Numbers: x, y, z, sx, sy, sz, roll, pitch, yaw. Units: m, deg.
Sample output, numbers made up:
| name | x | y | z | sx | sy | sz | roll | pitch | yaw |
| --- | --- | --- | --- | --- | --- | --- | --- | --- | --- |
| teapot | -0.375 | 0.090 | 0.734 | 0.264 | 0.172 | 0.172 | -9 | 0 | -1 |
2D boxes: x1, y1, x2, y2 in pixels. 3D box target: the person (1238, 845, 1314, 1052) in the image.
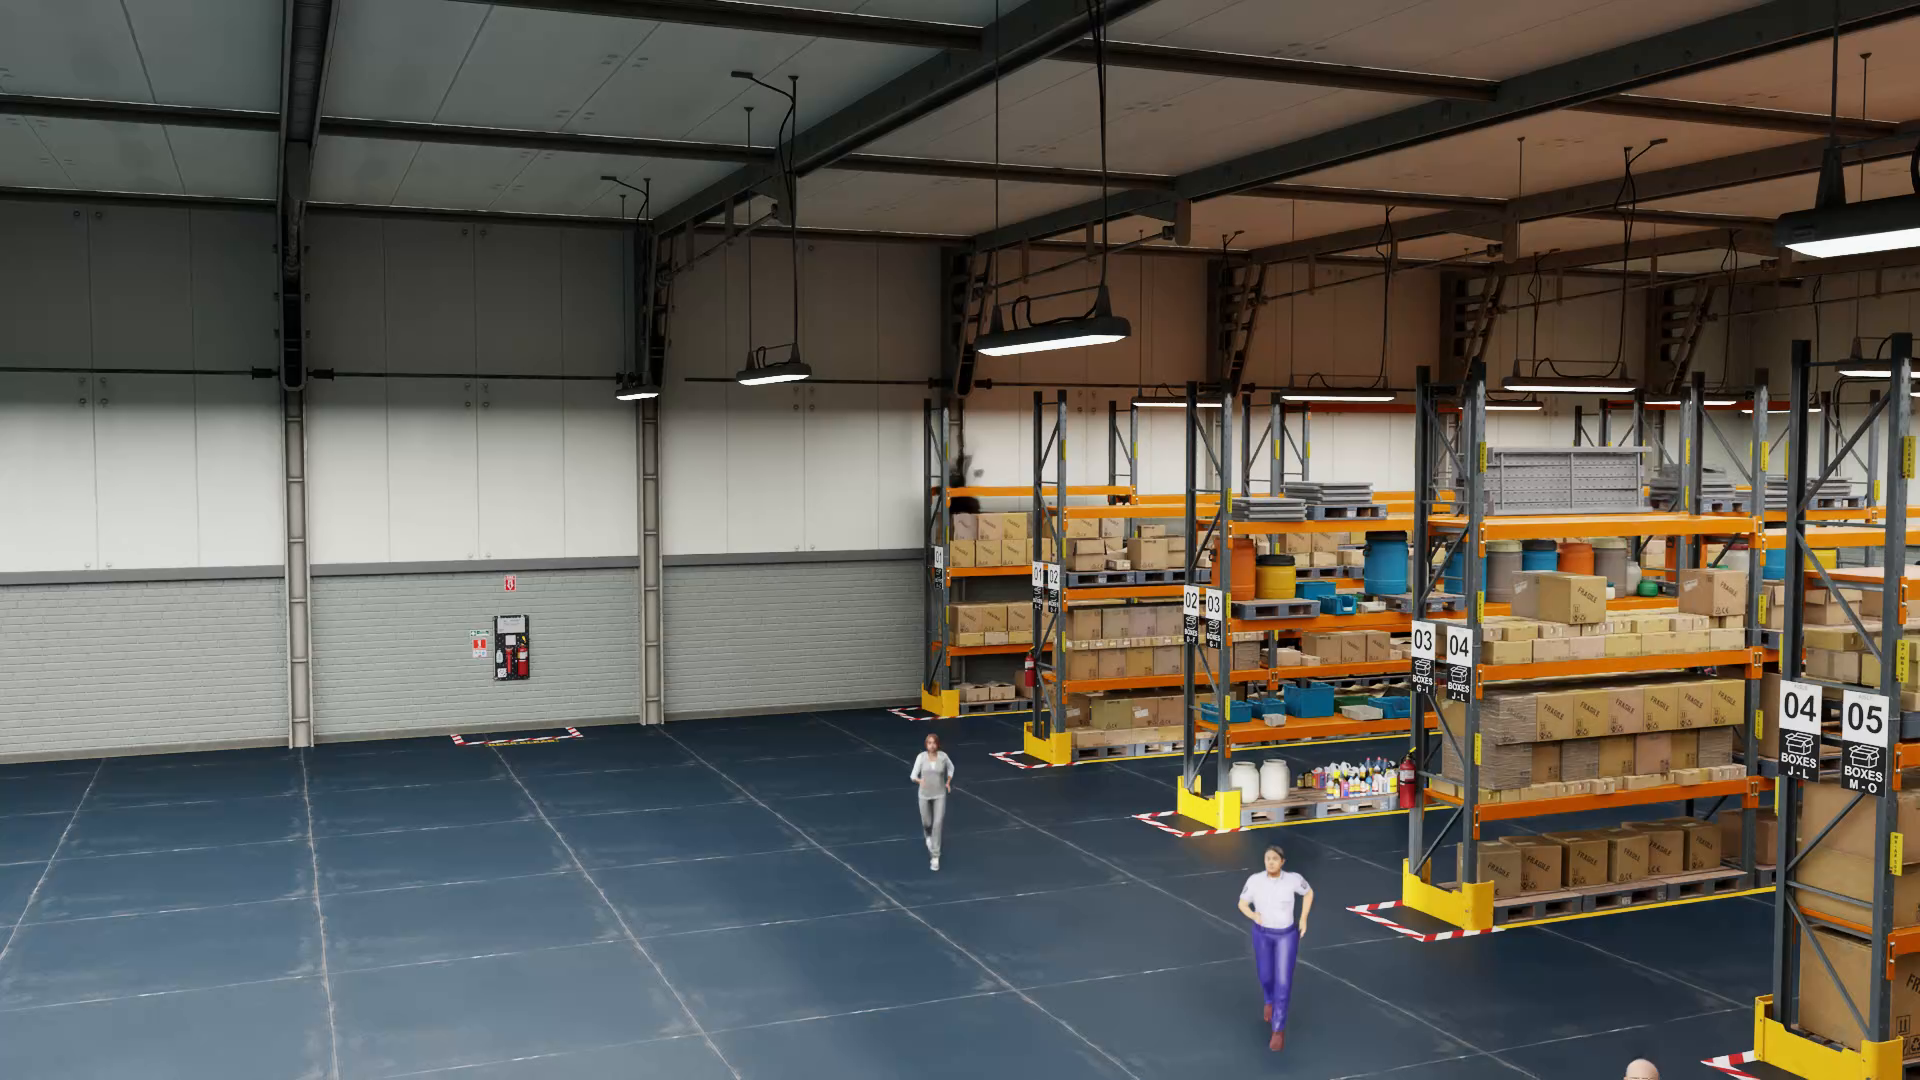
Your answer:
| name | x | y | z | sx | sy | sz | roll | pitch | yaw |
| --- | --- | --- | --- | --- | --- | --- | --- | --- | --- |
| person | 2.735 | 3.593 | 14.489 | 0.609 | 1.502 | 0.835 | 1 | 4 | 21 |

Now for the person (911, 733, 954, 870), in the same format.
| name | x | y | z | sx | sy | sz | roll | pitch | yaw |
| --- | --- | --- | --- | --- | --- | --- | --- | --- | --- |
| person | -0.336 | 3.154 | 20.329 | 0.538 | 1.592 | 0.877 | 0 | 3 | -1 |

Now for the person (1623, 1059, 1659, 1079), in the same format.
| name | x | y | z | sx | sy | sz | roll | pitch | yaw |
| --- | --- | --- | --- | --- | --- | --- | --- | --- | --- |
| person | 3.692 | 3.708 | 9.052 | 0.716 | 1.774 | 0.969 | 2 | 4 | 24 |
